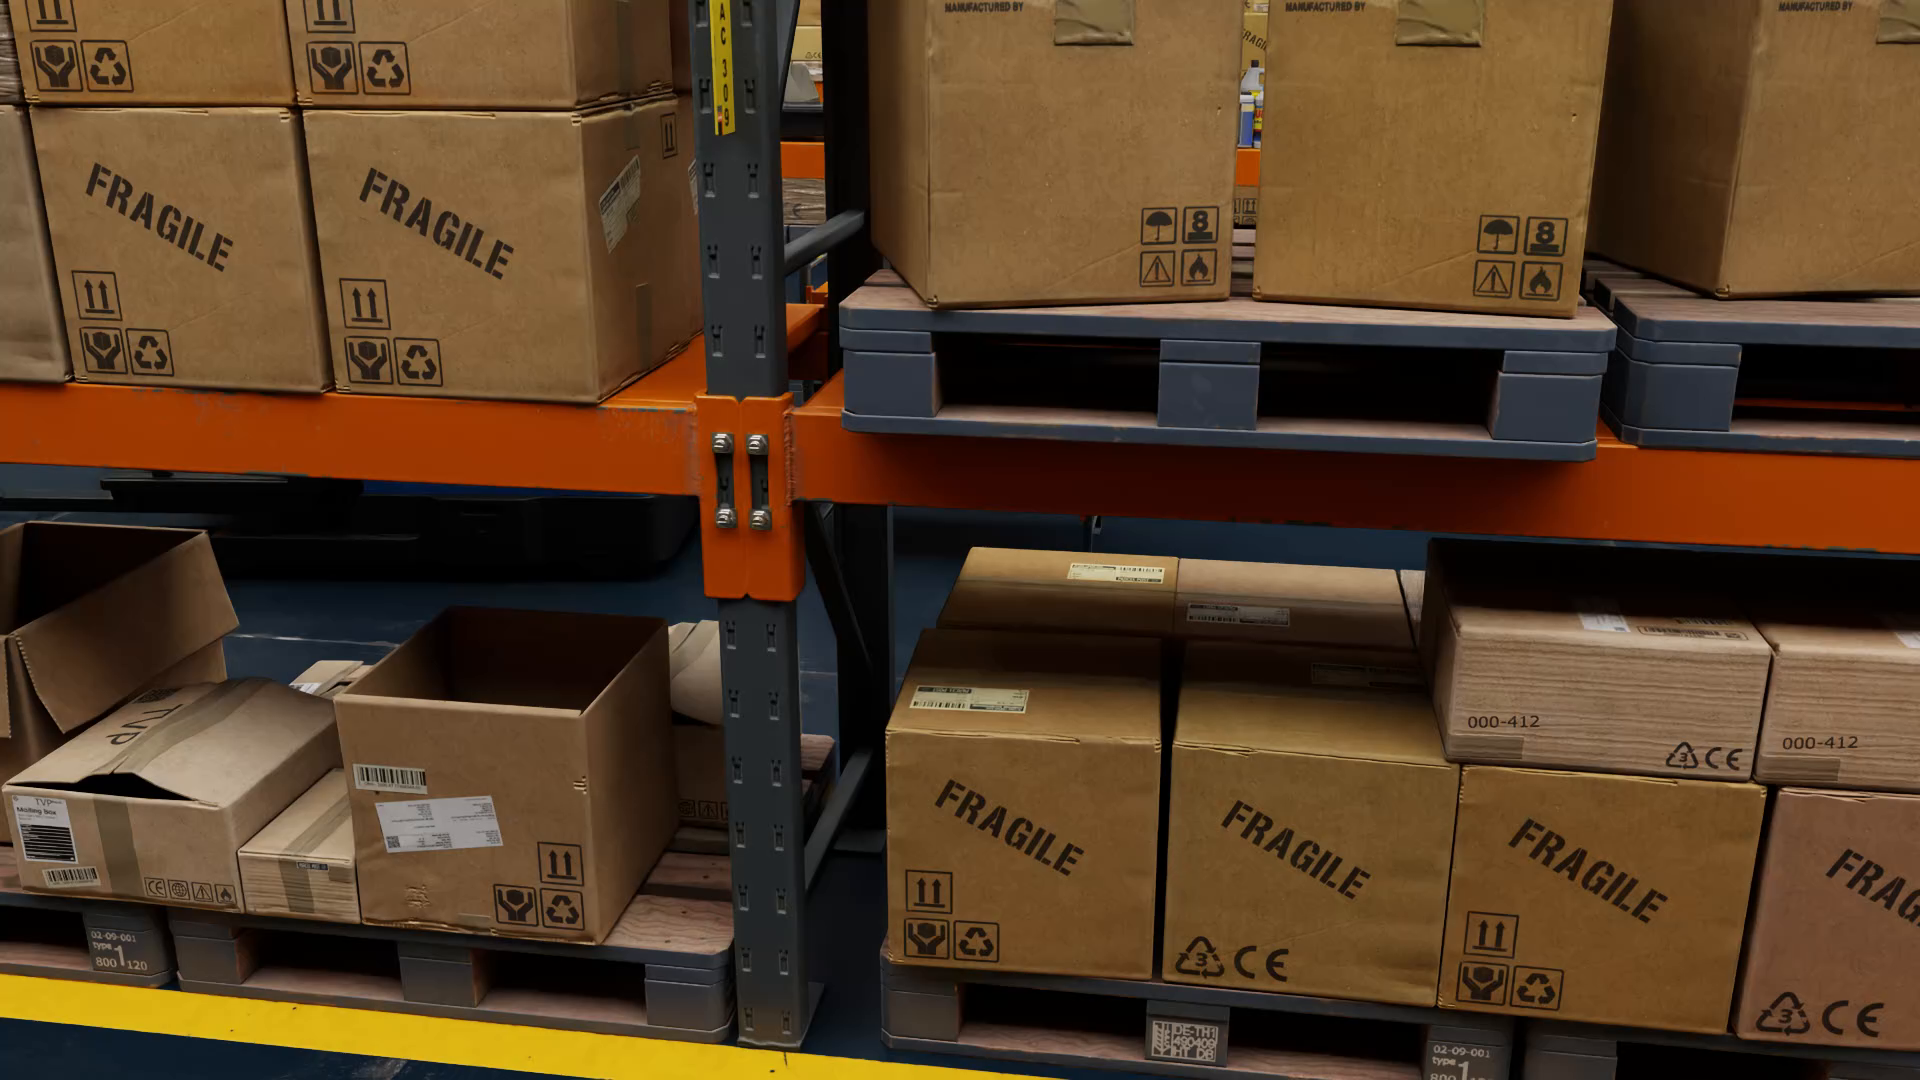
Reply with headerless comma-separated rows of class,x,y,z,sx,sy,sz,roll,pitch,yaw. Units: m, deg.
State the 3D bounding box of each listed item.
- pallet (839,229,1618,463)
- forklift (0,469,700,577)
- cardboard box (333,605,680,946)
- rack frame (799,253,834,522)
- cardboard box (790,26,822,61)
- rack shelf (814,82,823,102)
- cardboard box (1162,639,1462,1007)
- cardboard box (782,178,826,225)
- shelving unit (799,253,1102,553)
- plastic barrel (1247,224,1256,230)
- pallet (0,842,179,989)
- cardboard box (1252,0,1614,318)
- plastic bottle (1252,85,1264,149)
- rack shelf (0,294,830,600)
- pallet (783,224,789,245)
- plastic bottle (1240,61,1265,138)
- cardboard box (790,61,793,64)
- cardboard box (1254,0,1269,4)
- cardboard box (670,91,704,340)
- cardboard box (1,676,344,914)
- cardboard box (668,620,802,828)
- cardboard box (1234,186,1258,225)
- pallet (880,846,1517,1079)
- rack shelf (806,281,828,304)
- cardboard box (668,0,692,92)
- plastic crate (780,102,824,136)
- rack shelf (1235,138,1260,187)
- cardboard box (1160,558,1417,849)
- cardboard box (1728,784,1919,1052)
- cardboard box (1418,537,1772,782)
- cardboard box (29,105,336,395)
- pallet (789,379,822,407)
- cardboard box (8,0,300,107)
pallet,0.472,-0.405,3.088,1.213,0.211,1.003,3,19,9
forklift,-2.510,-1.425,5.941,3.031,2.935,1.130,1,19,2
cardboard box,-0.907,0.467,3.427,0.500,0.500,0.500,3,19,9
rack frame,-0.509,-0.559,6.202,0.032,1.125,0.500,3,19,9
cardboard box,-1.233,-3.786,12.657,0.500,0.250,0.500,2,19,7
rack shelf,-0.699,-3.433,12.970,4.000,0.370,1.077,3,19,9
cardboard box,0.668,0.531,3.236,0.500,0.500,0.500,3,19,9
cardboard box,-1.130,-3.014,13.269,0.875,0.875,0.875,3,19,9
shelving unit,-0.007,-0.534,6.126,1.048,1.125,0.538,3,19,9
plastic barrel,1.724,-1.258,7.980,0.708,0.901,0.600,3,19,9
pallet,-2.185,0.657,4.008,1.213,0.211,1.003,3,19,9
cardboard box,0.822,-0.708,2.873,0.500,0.500,0.700,6,19,17
plastic bottle,1.358,-1.885,7.413,0.097,0.271,0.097,0,18,0
rack shelf,-2.274,-0.330,3.695,4.000,0.370,1.077,3,19,9
pallet,-1.872,-2.537,13.552,1.213,0.211,1.003,3,19,9
plastic bottle,1.427,-2.110,7.959,0.185,0.351,0.144,3,19,9
cardboard box,-1.361,-3.583,12.681,0.250,0.149,0.380,3,19,8
cardboard box,3.007,-5.395,16.496,0.250,0.149,0.380,3,19,9
cardboard box,-0.759,-0.729,3.596,0.500,0.500,0.500,3,19,10
cardboard box,-1.647,0.519,3.570,0.500,0.311,0.500,3,19,9
cardboard box,-0.679,0.407,3.903,0.500,0.311,0.500,3,19,9
cardboard box,1.911,-2.839,12.748,0.875,0.875,1.225,3,19,9
pallet,0.510,0.781,3.636,1.213,0.211,1.003,3,19,9
rack shelf,-0.007,-0.811,6.033,1.000,0.278,0.538,3,19,9
cardboard box,-0.720,-1.204,3.440,0.500,0.500,0.500,3,19,10
plastic crate,-0.658,-1.992,7.869,0.590,0.125,0.437,3,19,9
rack shelf,2.465,-1.680,7.731,4.000,0.370,1.077,3,19,9
cardboard box,0.720,0.369,3.719,0.500,0.500,0.500,3,19,9
cardboard box,1.660,0.584,3.078,0.500,0.500,0.500,2,19,7
cardboard box,1.127,0.202,3.037,0.500,0.250,0.500,3,19,9
cardboard box,-1.343,-0.588,3.176,0.500,0.500,0.500,3,19,10
pallet,-0.242,-0.824,8.434,1.213,0.211,1.003,3,19,9
cardboard box,-1.346,-1.061,3.014,0.500,0.500,0.500,3,19,8
